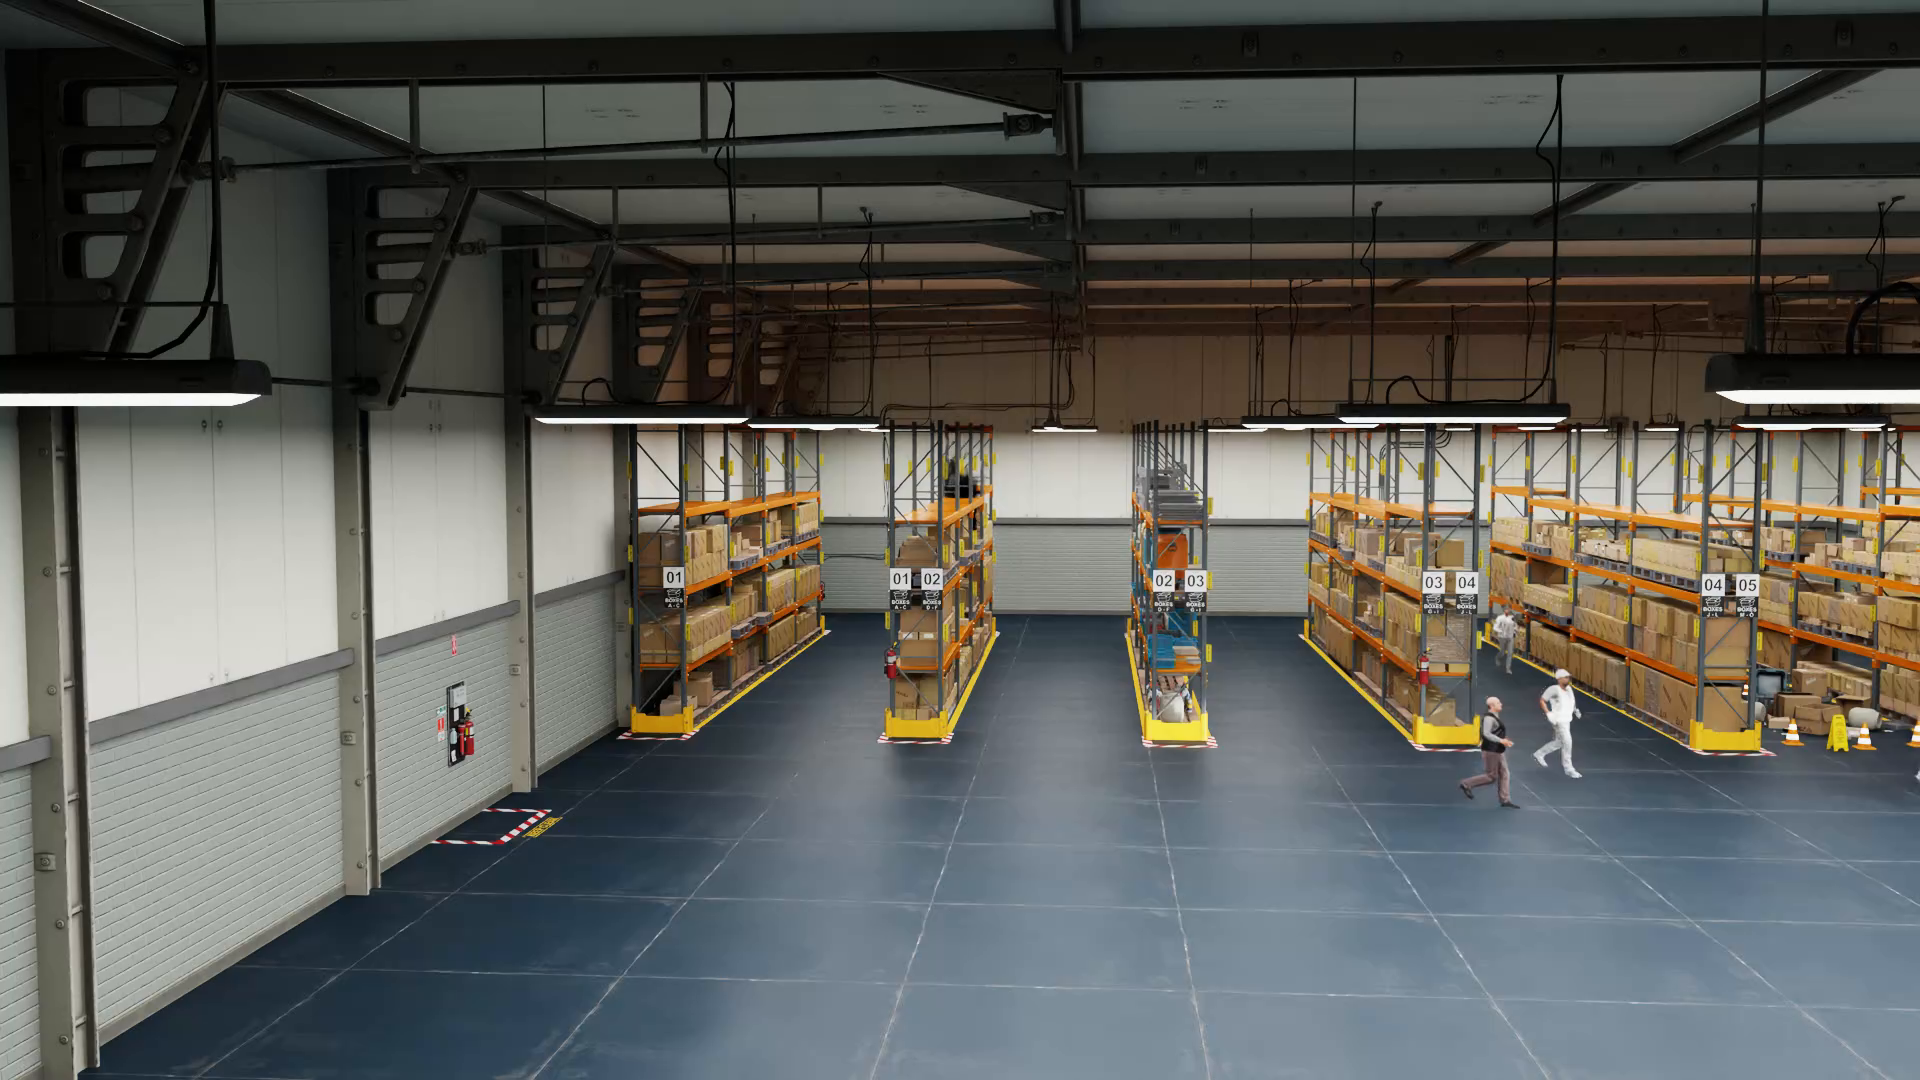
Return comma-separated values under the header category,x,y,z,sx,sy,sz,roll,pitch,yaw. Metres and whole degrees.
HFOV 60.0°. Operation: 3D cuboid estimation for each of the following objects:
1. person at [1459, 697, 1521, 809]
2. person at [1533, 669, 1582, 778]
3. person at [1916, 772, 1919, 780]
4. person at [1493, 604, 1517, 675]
category,x,y,z,sx,sy,sz,roll,pitch,yaw
person,8.147,3.258,25.517,0.914,1.712,0.662,2,4,27
person,10.097,3.063,28.061,0.687,1.790,0.921,-3,5,-43
person,15.654,3.210,26.415,0.571,1.686,0.859,-3,5,-40
person,13.095,2.354,39.854,0.618,1.664,0.890,0,4,-1
